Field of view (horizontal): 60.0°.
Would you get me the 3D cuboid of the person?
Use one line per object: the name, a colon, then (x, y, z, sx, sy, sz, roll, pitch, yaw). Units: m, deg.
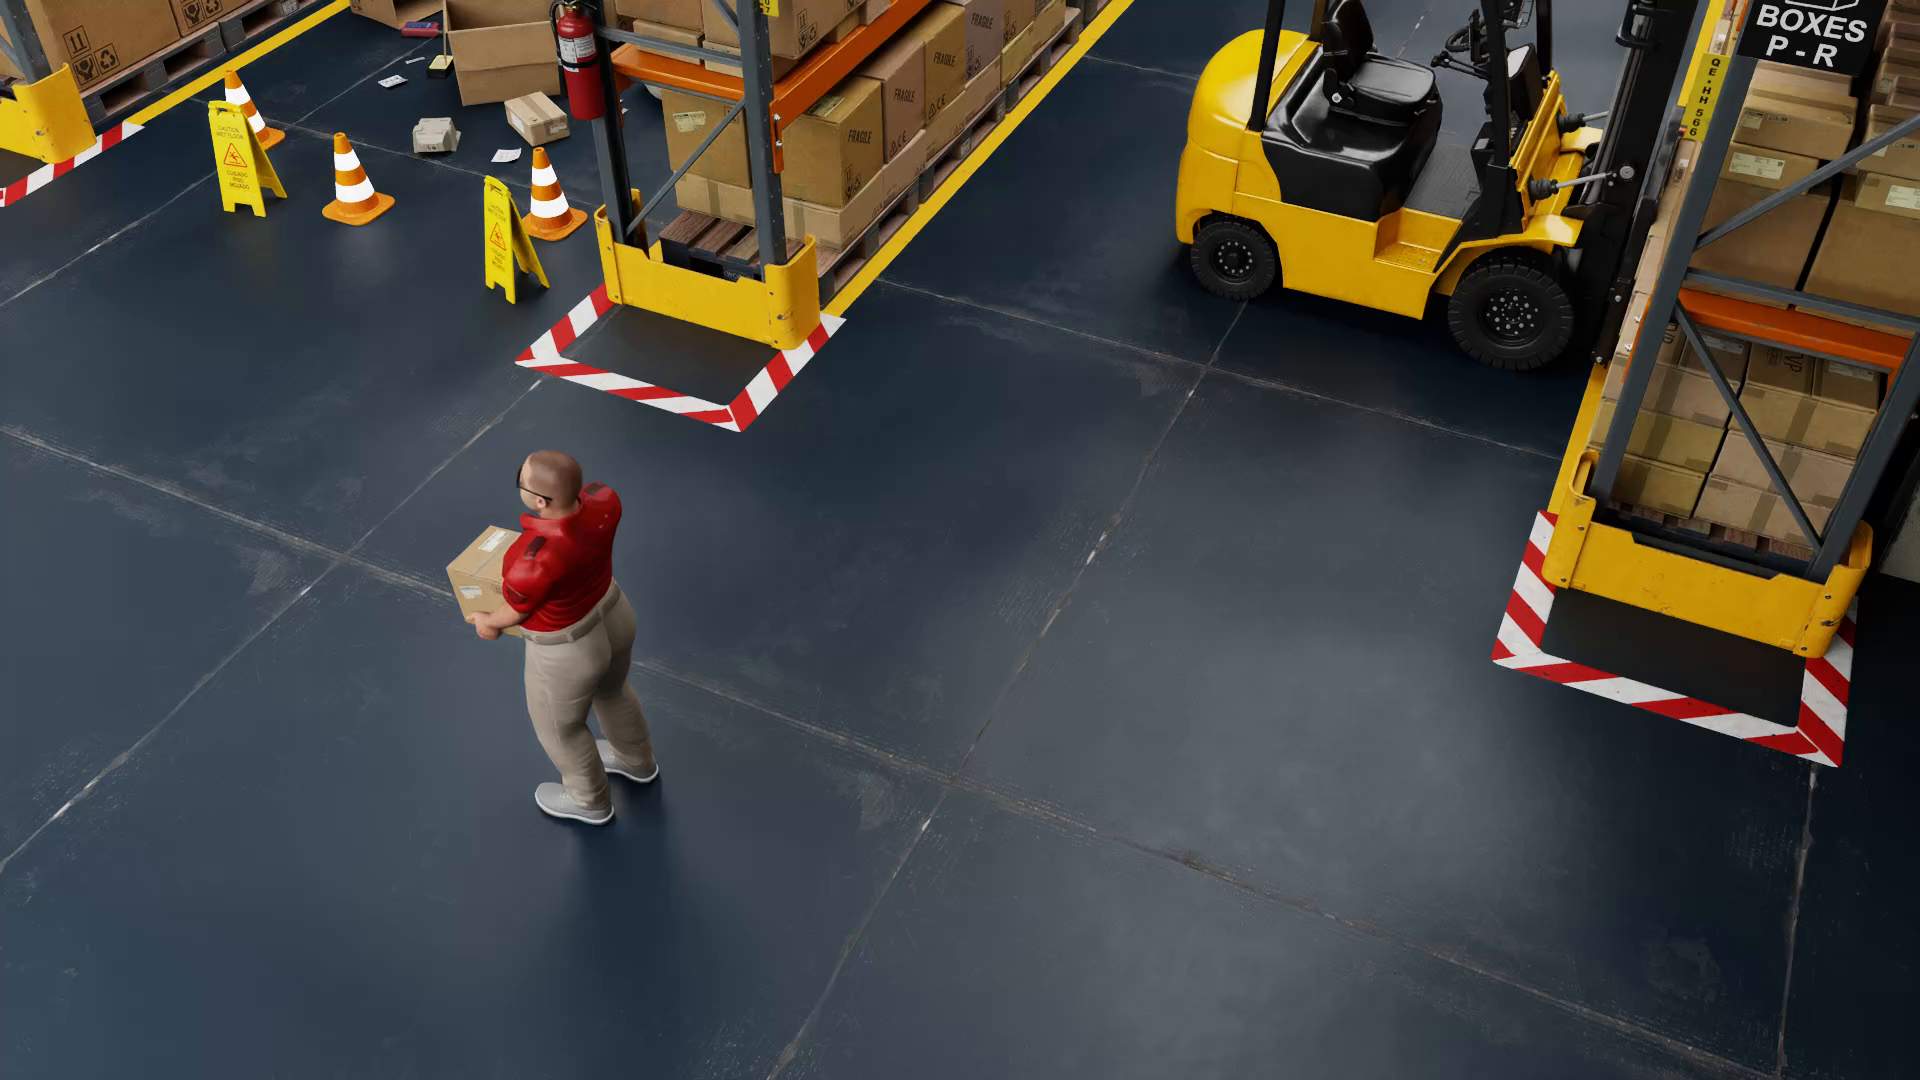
person: (-1.483, 0.280, 5.846, 0.549, 1.725, 0.542, 19, 45, 20)
